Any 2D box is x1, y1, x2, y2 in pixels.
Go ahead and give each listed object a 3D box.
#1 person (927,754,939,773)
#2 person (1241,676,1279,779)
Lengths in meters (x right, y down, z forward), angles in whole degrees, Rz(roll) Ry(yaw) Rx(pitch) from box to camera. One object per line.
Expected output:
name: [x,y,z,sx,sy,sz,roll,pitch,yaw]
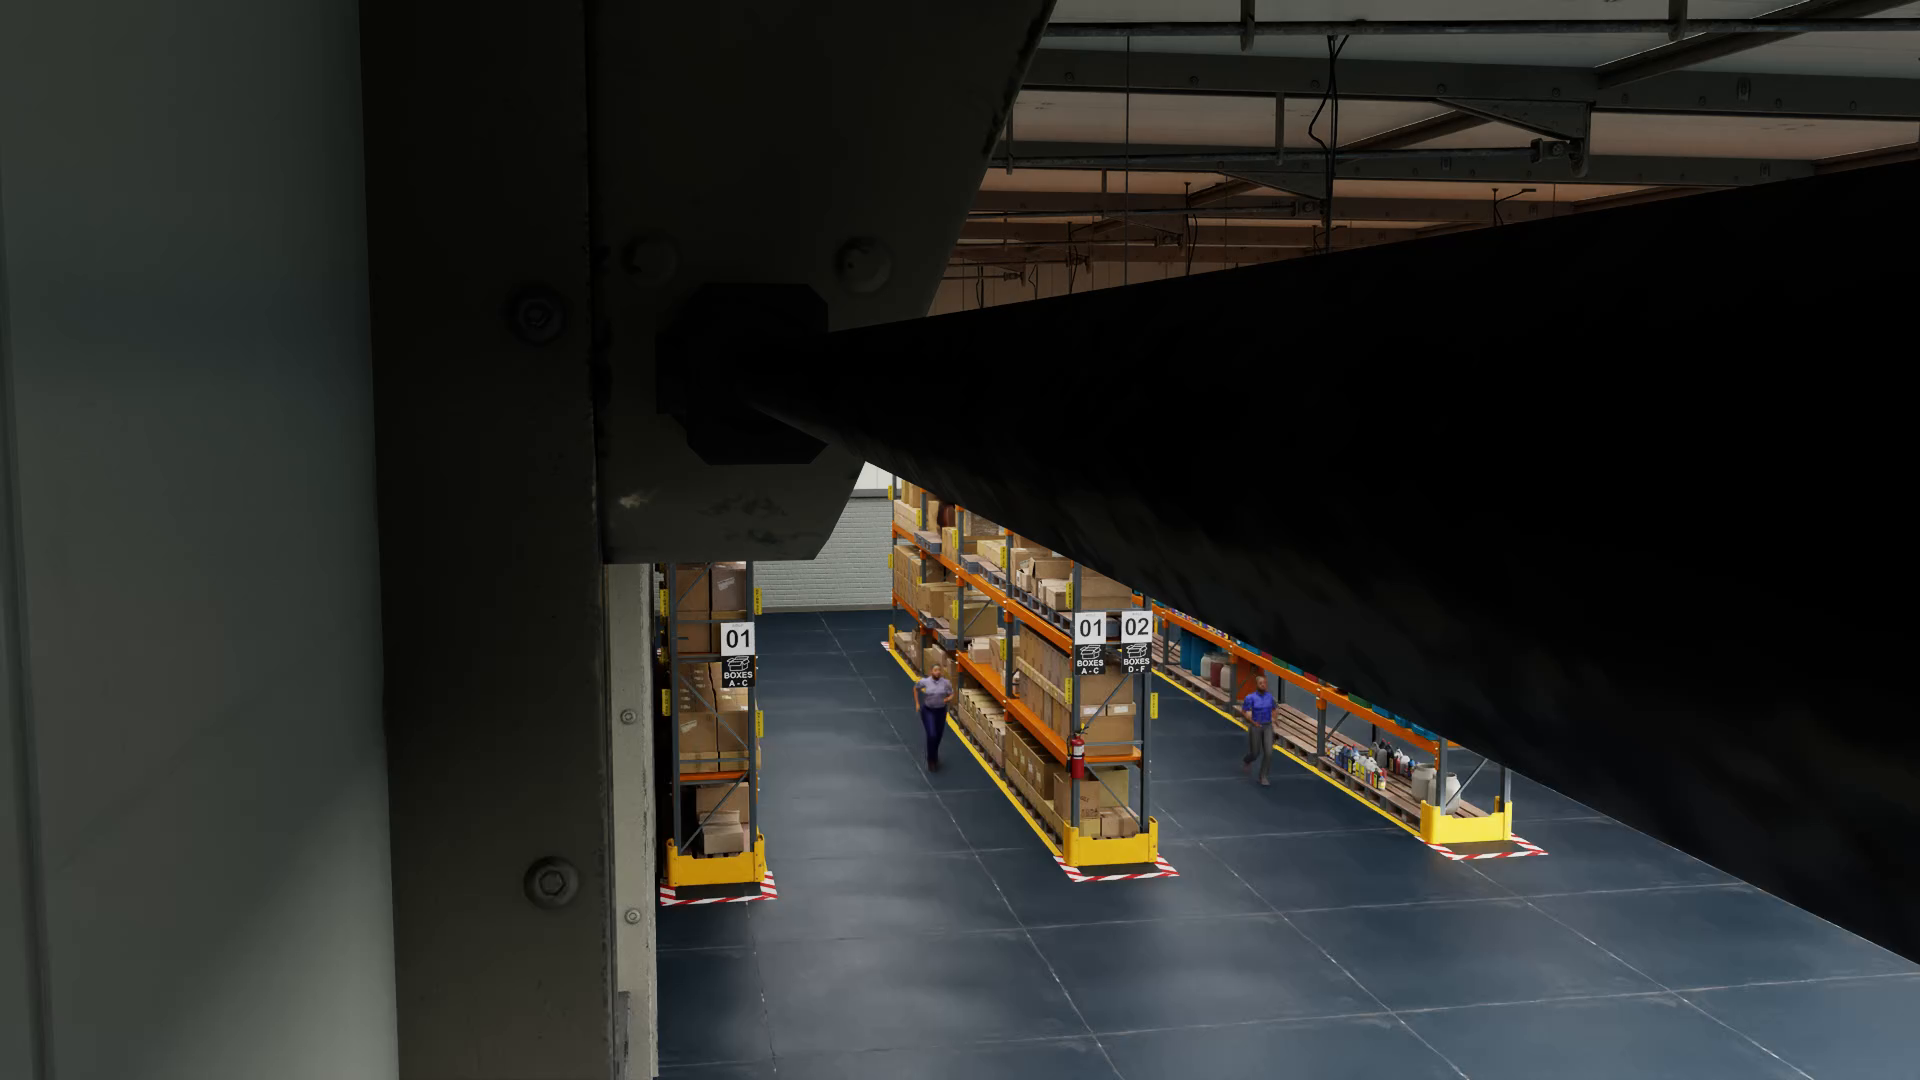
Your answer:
person: [-0.417,3.409,25.934,0.287,0.338,0.669,-2,7,-19]
person: [4.512,2.805,24.941,0.578,1.541,0.580,-1,6,-11]
